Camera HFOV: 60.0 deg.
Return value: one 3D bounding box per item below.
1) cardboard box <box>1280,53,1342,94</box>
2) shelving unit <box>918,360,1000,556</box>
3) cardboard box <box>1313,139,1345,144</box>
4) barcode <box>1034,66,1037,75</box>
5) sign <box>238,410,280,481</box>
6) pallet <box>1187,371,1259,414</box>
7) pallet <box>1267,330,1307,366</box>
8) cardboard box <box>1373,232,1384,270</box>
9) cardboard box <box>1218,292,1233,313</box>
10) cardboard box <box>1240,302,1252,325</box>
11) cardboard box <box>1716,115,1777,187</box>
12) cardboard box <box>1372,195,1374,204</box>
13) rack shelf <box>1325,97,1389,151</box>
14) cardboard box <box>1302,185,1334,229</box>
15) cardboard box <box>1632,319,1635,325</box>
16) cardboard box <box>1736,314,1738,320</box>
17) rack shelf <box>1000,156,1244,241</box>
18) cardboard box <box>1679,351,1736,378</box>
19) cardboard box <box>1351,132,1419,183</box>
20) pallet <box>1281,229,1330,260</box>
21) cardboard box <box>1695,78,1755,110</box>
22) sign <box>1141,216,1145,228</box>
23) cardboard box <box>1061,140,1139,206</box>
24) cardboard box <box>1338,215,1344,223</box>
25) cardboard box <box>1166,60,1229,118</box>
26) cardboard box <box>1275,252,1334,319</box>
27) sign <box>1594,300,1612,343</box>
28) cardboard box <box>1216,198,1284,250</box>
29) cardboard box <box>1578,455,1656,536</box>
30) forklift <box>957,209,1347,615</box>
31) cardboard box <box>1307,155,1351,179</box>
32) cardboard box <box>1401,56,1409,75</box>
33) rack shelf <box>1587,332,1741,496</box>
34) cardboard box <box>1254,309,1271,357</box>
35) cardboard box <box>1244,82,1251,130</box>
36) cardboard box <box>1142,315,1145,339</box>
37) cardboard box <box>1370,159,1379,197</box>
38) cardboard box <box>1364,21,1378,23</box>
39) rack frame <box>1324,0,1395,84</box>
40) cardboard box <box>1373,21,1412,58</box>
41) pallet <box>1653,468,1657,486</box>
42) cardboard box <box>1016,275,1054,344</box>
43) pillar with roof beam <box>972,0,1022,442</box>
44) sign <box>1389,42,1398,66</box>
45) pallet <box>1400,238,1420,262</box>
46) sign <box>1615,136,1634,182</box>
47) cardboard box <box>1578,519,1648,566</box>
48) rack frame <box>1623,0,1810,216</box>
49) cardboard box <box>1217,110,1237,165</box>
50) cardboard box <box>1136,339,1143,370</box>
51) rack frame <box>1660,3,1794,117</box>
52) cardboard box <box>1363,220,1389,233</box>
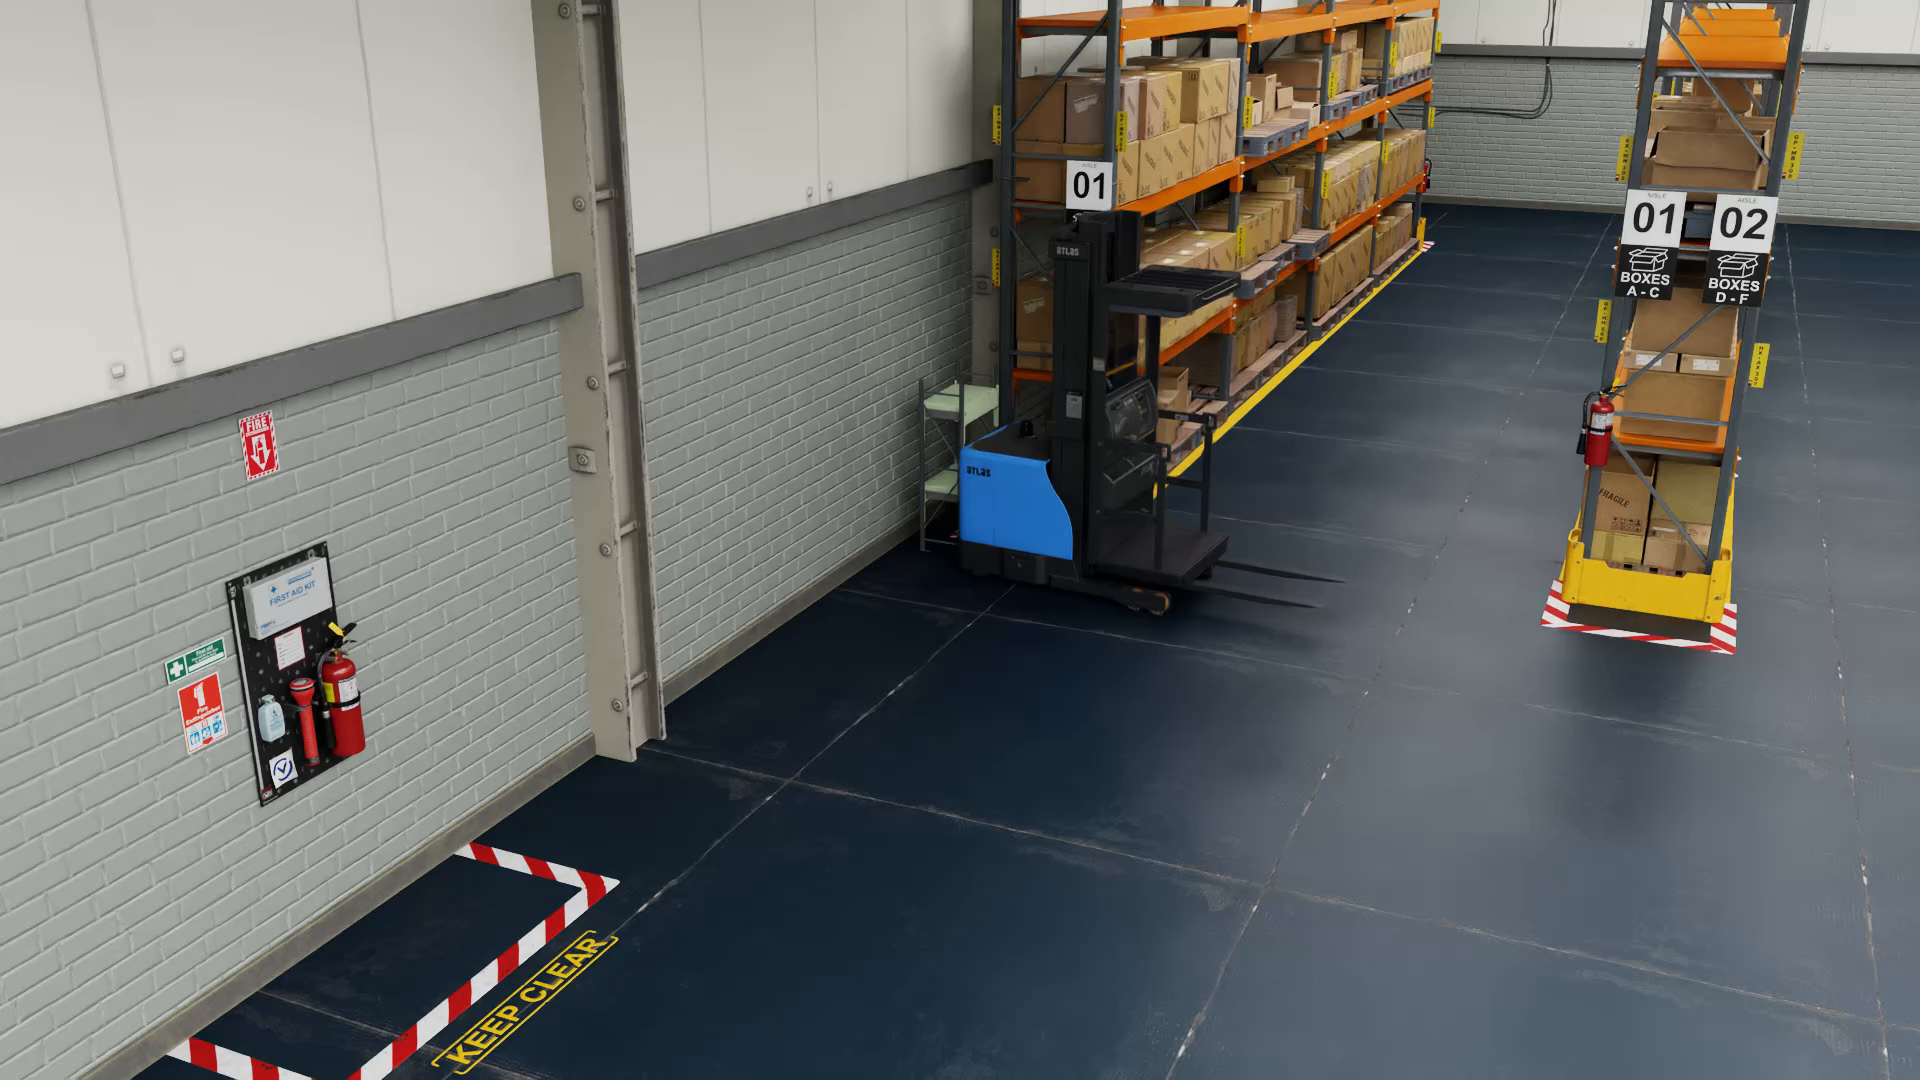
[{"bbox_3d":[4.655,-6.196,22.133,0.700,0.500,0.500,10,22,25],"label":"cardboard box"},{"bbox_3d":[-0.003,-0.705,14.212,0.431,1.500,0.755,9,21,23],"label":"shelving unit"},{"bbox_3d":[5.313,-5.704,24.288,0.500,0.250,0.500,9,22,24],"label":"cardboard box"},{"bbox_3d":[0.660,-4.090,14.480,0.001,0.075,0.075,9,21,23],"label":"barcode"},{"bbox_3d":[-3.275,-0.442,7.776,0.001,0.298,0.199,9,21,23],"label":"sign"},{"bbox_3d":[2.781,-1.737,19.039,1.003,0.211,1.213,9,21,23],"label":"pallet"},{"bbox_3d":[3.780,-2.483,21.137,1.003,0.211,1.213,9,21,23],"label":"pallet"},{"bbox_3d":[6.139,-4.493,25.731,0.700,0.500,0.500,9,21,23],"label":"cardboard box"},{"bbox_3d":[2.546,-2.565,17.400,0.500,0.250,0.500,9,21,23],"label":"cardboard box"},{"bbox_3d":[3.136,-2.718,19.589,0.500,0.250,0.500,8,21,21],"label":"cardboard box"},{"bbox_3d":[6.275,-3.106,13.265,0.500,0.500,0.500,9,21,23],"label":"cardboard box"},{"bbox_3d":[5.859,-5.008,24.418,0.380,0.149,0.250,9,21,23],"label":"cardboard box"},{"bbox_3d":[4.920,-5.722,22.678,1.077,0.370,4.000,9,21,23],"label":"rack shelf"},{"bbox_3d":[4.534,-4.346,21.589,0.500,0.500,0.500,9,22,24],"label":"cardboard box"},{"bbox_3d":[5.751,-1.723,13.719,0.380,0.149,0.250,9,22,24],"label":"cardboard box"},{"bbox_3d":[6.333,-1.825,14.006,0.380,0.149,0.250,9,21,23],"label":"cardboard box"},{"bbox_3d":[1.644,-3.276,15.801,1.077,0.370,4.000,9,21,23],"label":"rack shelf"},{"bbox_3d":[5.703,-1.355,12.685,0.380,0.149,0.250,8,21,22],"label":"cardboard box"},{"bbox_3d":[6.890,-6.242,27.095,0.980,0.700,0.700,8,21,22],"label":"cardboard box"},{"bbox_3d":[3.907,-3.713,20.719,1.213,0.211,1.003,9,21,23],"label":"pallet"},{"bbox_3d":[7.273,-4.212,15.836,0.500,0.500,0.500,9,21,23],"label":"cardboard box"},{"bbox_3d":[1.955,-3.434,17.919,0.100,0.325,0.005,9,21,23],"label":"sign"},{"bbox_3d":[1.190,-3.128,14.132,0.500,0.500,0.500,9,22,24],"label":"cardboard box"},{"bbox_3d":[5.066,-4.466,22.896,0.380,0.149,0.250,9,21,23],"label":"cardboard box"},{"bbox_3d":[2.289,-4.394,16.199,0.500,0.500,0.500,10,22,26],"label":"cardboard box"},{"bbox_3d":[4.522,-3.428,22.212,0.750,0.750,0.750,8,21,22],"label":"cardboard box"},{"bbox_3d":[4.857,-1.648,12.544,0.100,0.325,0.005,9,21,23],"label":"sign"},{"bbox_3d":[3.428,-3.761,19.763,0.700,0.500,0.500,9,21,23],"label":"cardboard box"},{"bbox_3d":[5.294,-0.372,13.396,0.500,0.500,0.500,9,21,23],"label":"cardboard box"},{"bbox_3d":[1.523,-1.007,12.927,3.031,2.935,1.130,10,22,27],"label":"forklift"},{"bbox_3d":[4.943,-5.007,22.329,0.500,0.250,0.500,9,21,23],"label":"cardboard box"},{"bbox_3d":[6.484,-7.175,25.139,0.500,0.250,0.500,8,21,22],"label":"cardboard box"},{"bbox_3d":[6.165,-1.184,14.396,1.077,0.370,4.000,9,21,23],"label":"rack shelf"},{"bbox_3d":[3.359,-2.541,20.211,0.700,0.500,0.500,8,21,22],"label":"cardboard box"},{"bbox_3d":[2.760,-4.628,17.752,0.500,0.500,0.500,12,23,30],"label":"cardboard box"},{"bbox_3d":[1.506,-2.137,15.076,0.500,0.500,0.500,9,21,23],"label":"cardboard box"},{"bbox_3d":[5.780,-5.280,24.215,0.500,0.500,0.500,8,21,22],"label":"cardboard box"},{"bbox_3d":[6.023,-7.603,25.223,0.500,0.500,0.500,8,21,21],"label":"cardboard box"},{"bbox_3d":[5.739,-8.085,23.774,1.000,3.000,0.127,9,21,23],"label":"rack frame"},{"bbox_3d":[6.492,-7.537,25.037,0.500,0.500,0.500,8,21,22],"label":"cardboard box"},{"bbox_3d":[6.620,-0.583,15.794,1.003,0.211,1.213,9,21,23],"label":"pallet"},{"bbox_3d":[0.824,-2.056,14.847,0.500,0.500,0.500,8,21,22],"label":"cardboard box"},{"bbox_3d":[4.250,-4.159,12.733,9.100,9.000,0.400,9,21,23],"label":"pillar with roof beam"},{"bbox_3d":[6.238,-6.992,23.936,0.100,0.325,0.005,9,21,23],"label":"sign"},{"bbox_3d":[7.121,-4.912,27.967,1.003,0.211,1.213,9,21,23],"label":"pallet"},{"bbox_3d":[4.857,-2.784,12.140,0.100,0.325,0.005,9,21,23],"label":"sign"},{"bbox_3d":[5.296,-0.019,13.521,0.500,0.250,0.500,9,21,23],"label":"cardboard box"},{"bbox_3d":[5.346,-3.738,11.551,1.000,3.000,0.127,9,21,23],"label":"rack frame"},{"bbox_3d":[2.481,-4.094,16.848,0.500,0.500,0.500,9,22,24],"label":"cardboard box"},{"bbox_3d":[1.315,-1.635,14.783,0.500,0.250,0.500,8,21,21],"label":"cardboard box"},{"bbox_3d":[6.984,-4.961,14.989,1.000,3.000,0.127,9,21,23],"label":"rack frame"},{"bbox_3d":[6.446,-4.879,25.846,0.380,0.149,0.250,9,22,25],"label":"cardboard box"}]
